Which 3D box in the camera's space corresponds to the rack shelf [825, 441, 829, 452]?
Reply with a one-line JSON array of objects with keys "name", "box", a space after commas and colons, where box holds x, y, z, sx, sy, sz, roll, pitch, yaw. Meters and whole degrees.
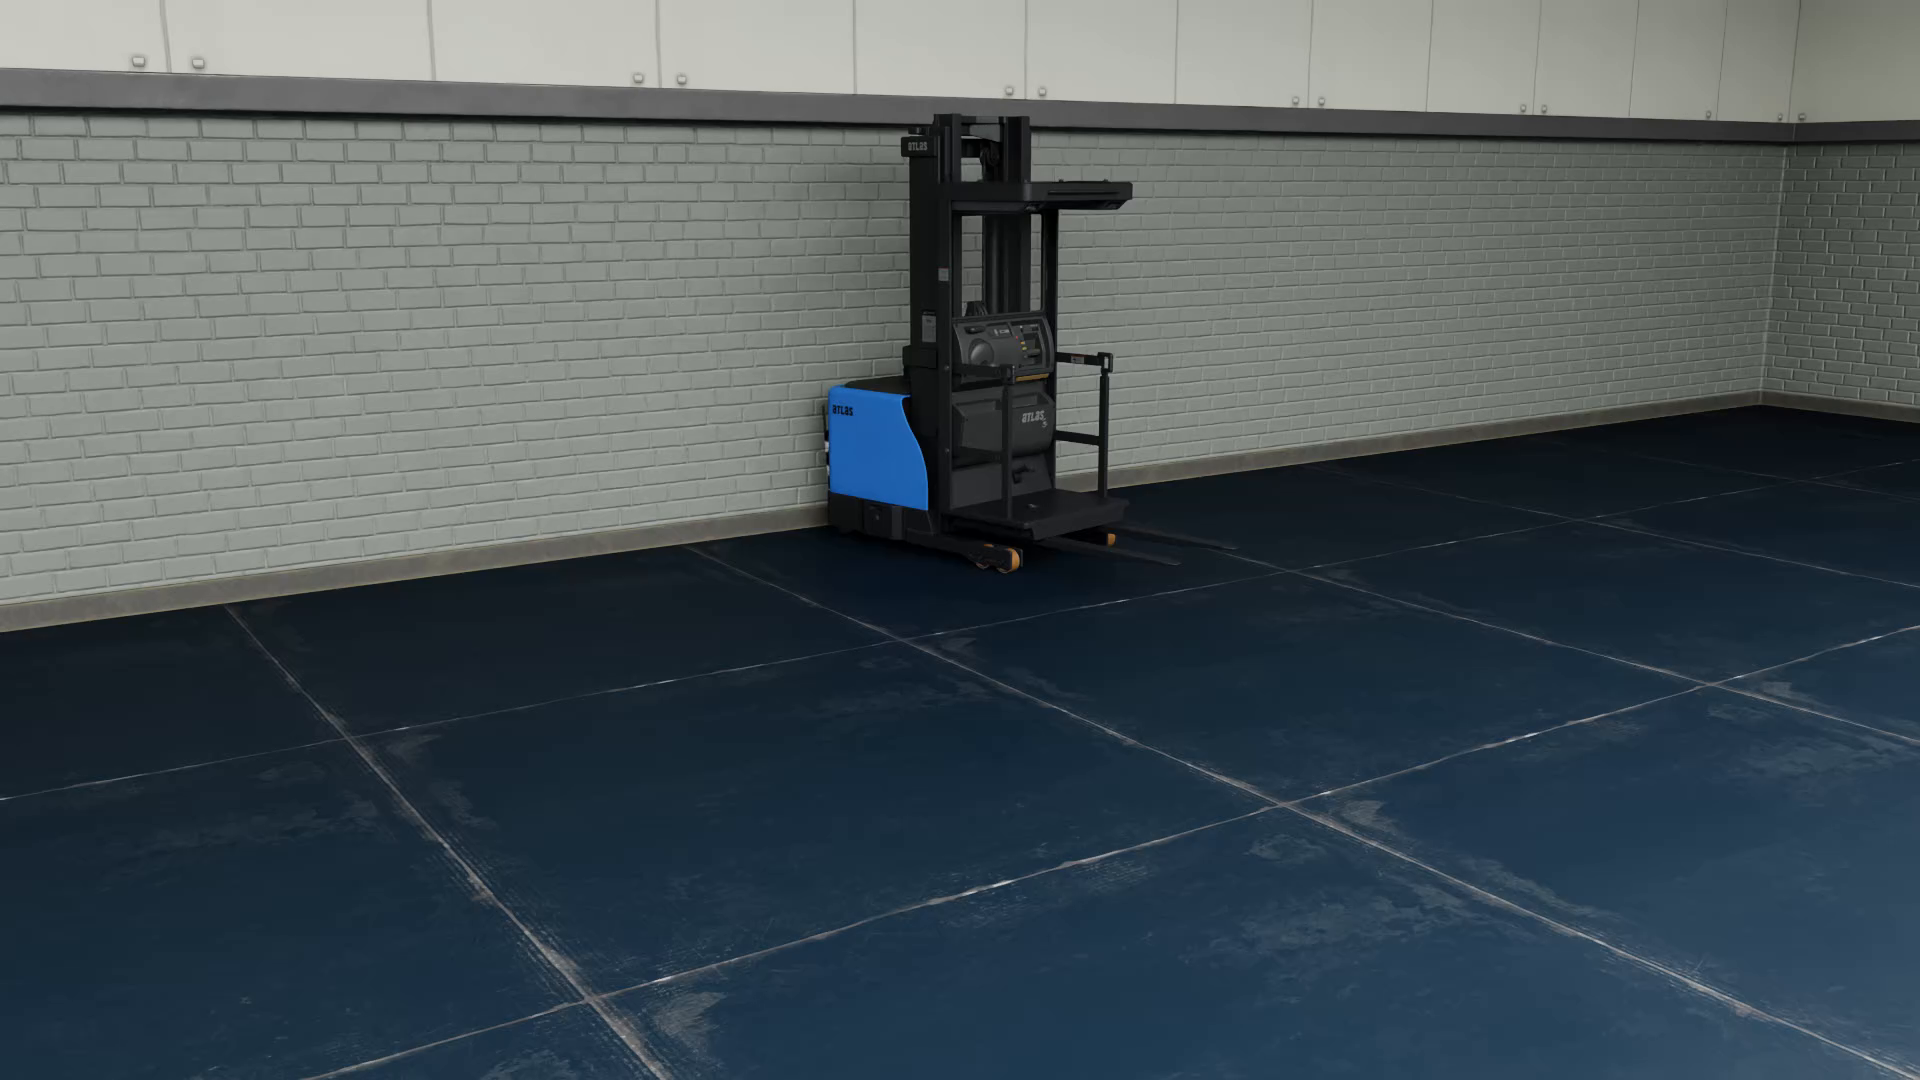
[{"name": "rack shelf", "box": [-0.835, -0.695, 12.237, 0.258, 0.077, 0.200, -13, 17, -33]}]

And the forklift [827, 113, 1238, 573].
[{"name": "forklift", "box": [0.453, -1.339, 11.124, 3.031, 2.935, 1.130, 12, 17, 43]}]

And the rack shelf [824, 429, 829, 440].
[{"name": "rack shelf", "box": [-0.841, -0.782, 12.214, 0.258, 0.077, 0.200, -13, 17, -33]}]

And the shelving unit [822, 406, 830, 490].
[{"name": "shelving unit", "box": [-0.826, -0.553, 12.273, 0.258, 0.900, 0.210, -13, 17, -33]}]

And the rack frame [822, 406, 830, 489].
[{"name": "rack frame", "box": [-0.884, -0.570, 12.354, 0.240, 0.900, 0.006, -13, 17, -33]}]

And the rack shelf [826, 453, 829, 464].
[{"name": "rack shelf", "box": [-0.829, -0.608, 12.259, 0.258, 0.077, 0.200, -13, 17, -33]}]

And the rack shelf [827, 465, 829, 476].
[{"name": "rack shelf", "box": [-0.823, -0.521, 12.282, 0.258, 0.077, 0.200, -13, 17, -33]}]

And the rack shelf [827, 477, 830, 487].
[{"name": "rack shelf", "box": [-0.818, -0.434, 12.304, 0.258, 0.077, 0.200, -13, 17, -33]}]
